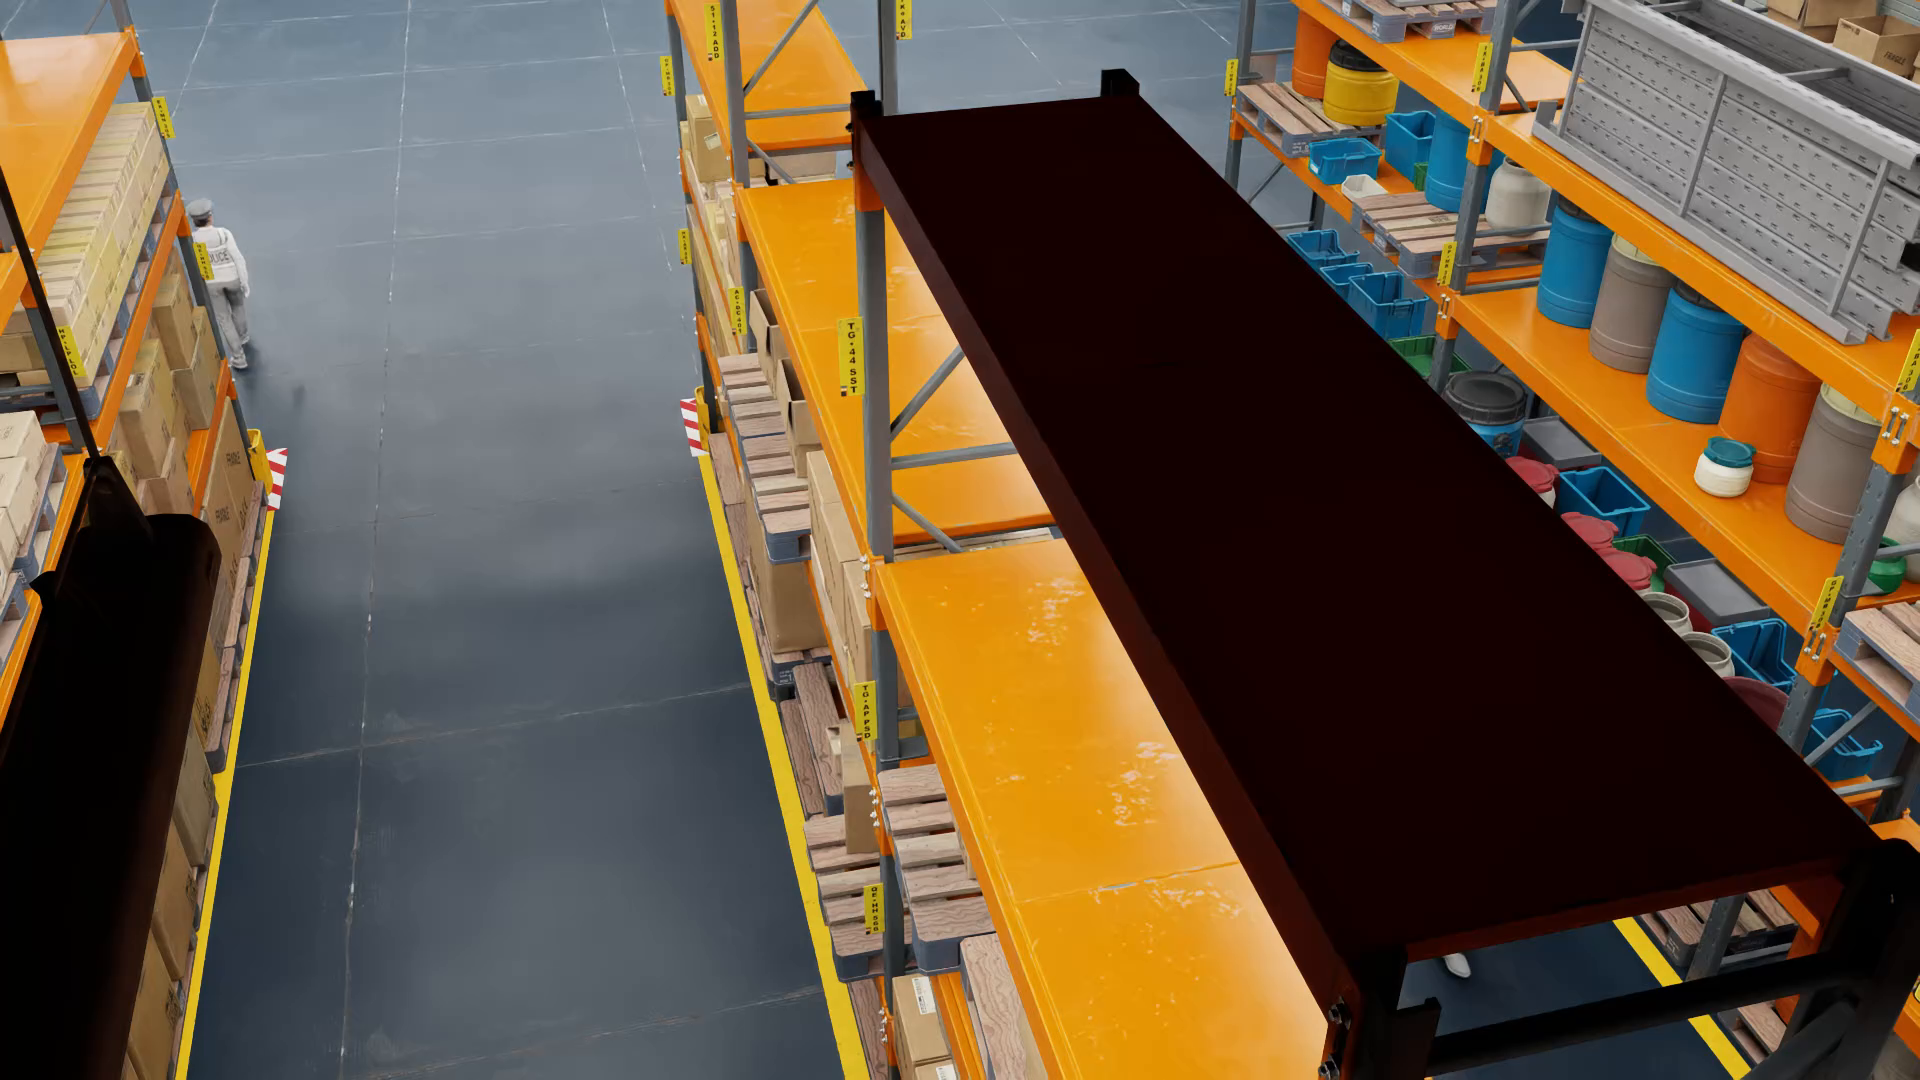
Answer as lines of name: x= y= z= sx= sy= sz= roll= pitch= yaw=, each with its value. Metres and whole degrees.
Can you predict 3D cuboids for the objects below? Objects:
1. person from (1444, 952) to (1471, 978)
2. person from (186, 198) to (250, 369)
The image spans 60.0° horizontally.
person: x=3.037 y=1.839 z=9.815 sx=0.598 sy=1.781 sz=0.473 roll=-7 pitch=35 yaw=-10
person: x=-7.275 y=-2.561 z=16.346 sx=0.505 sy=1.659 sz=0.825 roll=-18 pitch=38 yaw=-25
